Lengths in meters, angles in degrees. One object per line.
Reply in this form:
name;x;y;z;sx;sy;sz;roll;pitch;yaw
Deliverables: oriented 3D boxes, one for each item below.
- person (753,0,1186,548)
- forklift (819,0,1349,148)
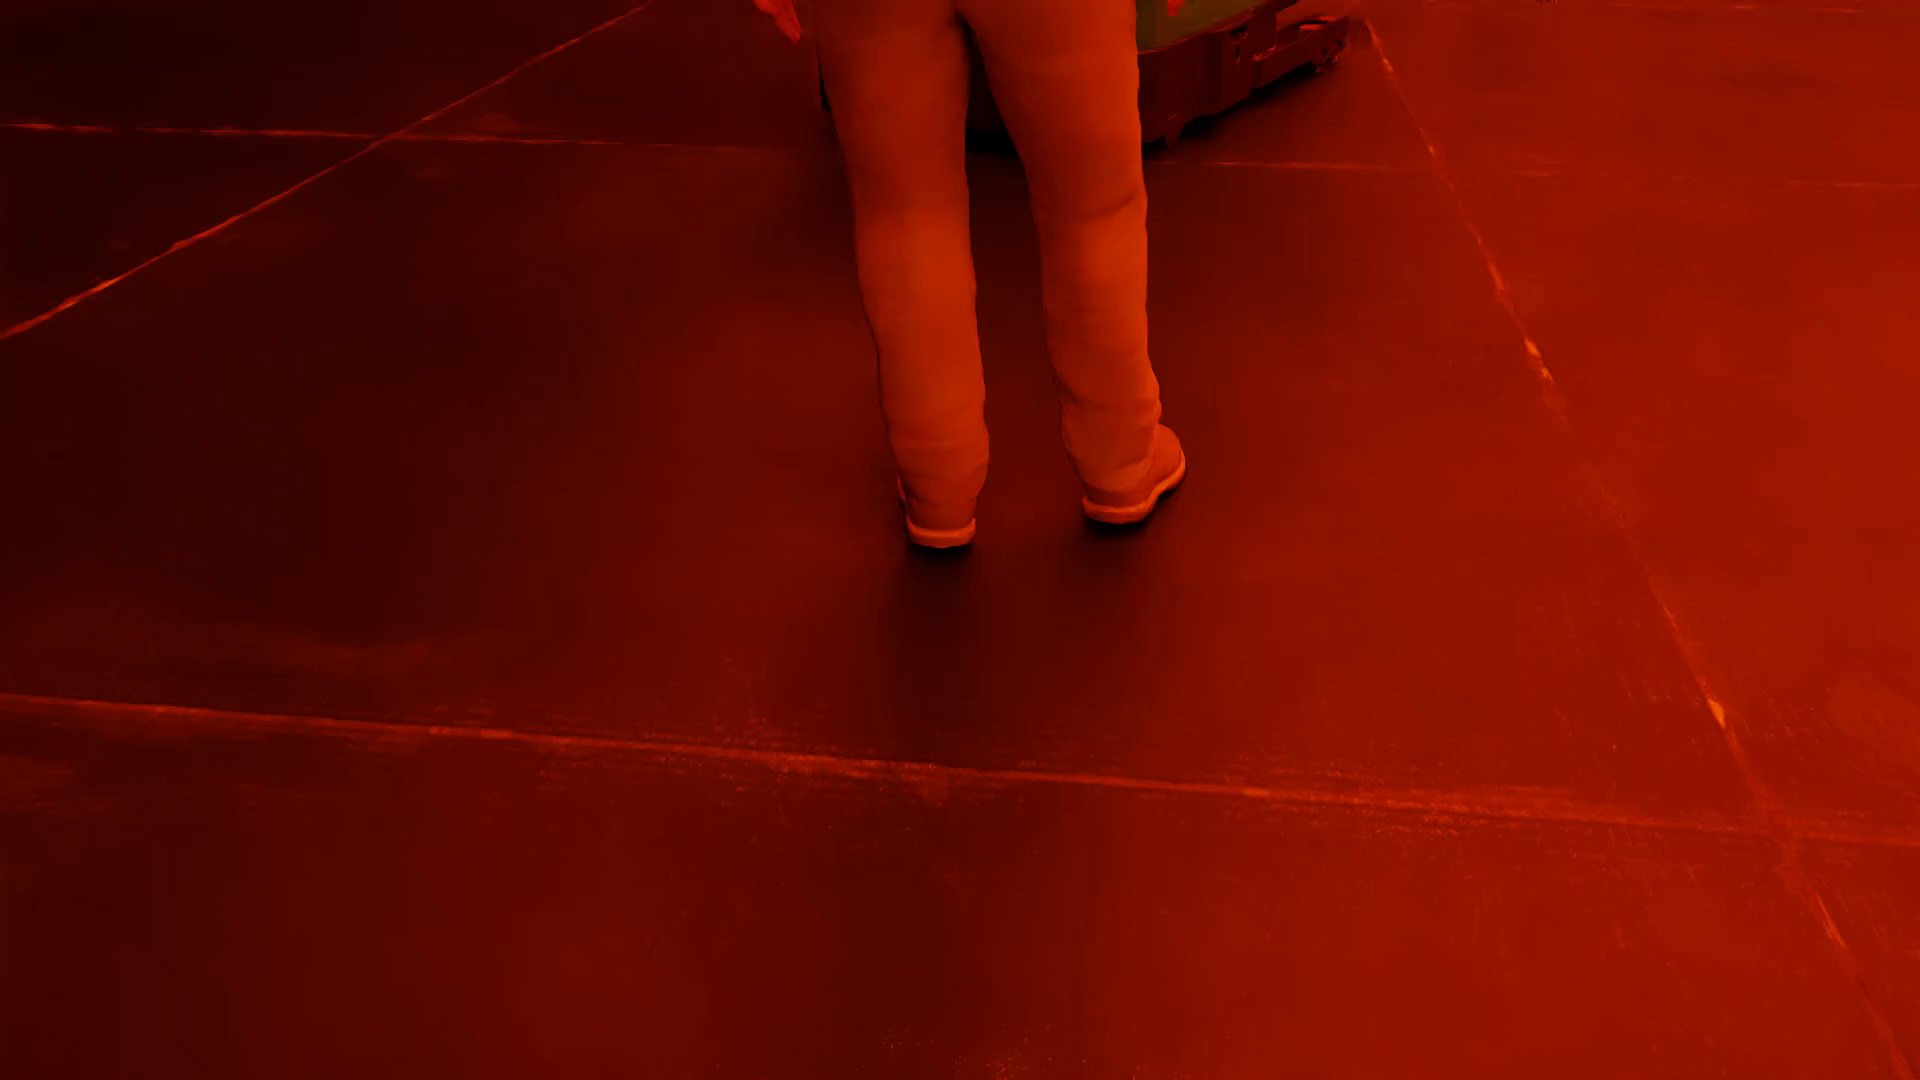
person;0.022;-0.838;2.166;0.640;1.781;0.574;3;27;7
forklift;0.719;-2.999;5.228;1.130;2.935;3.031;13;29;24
